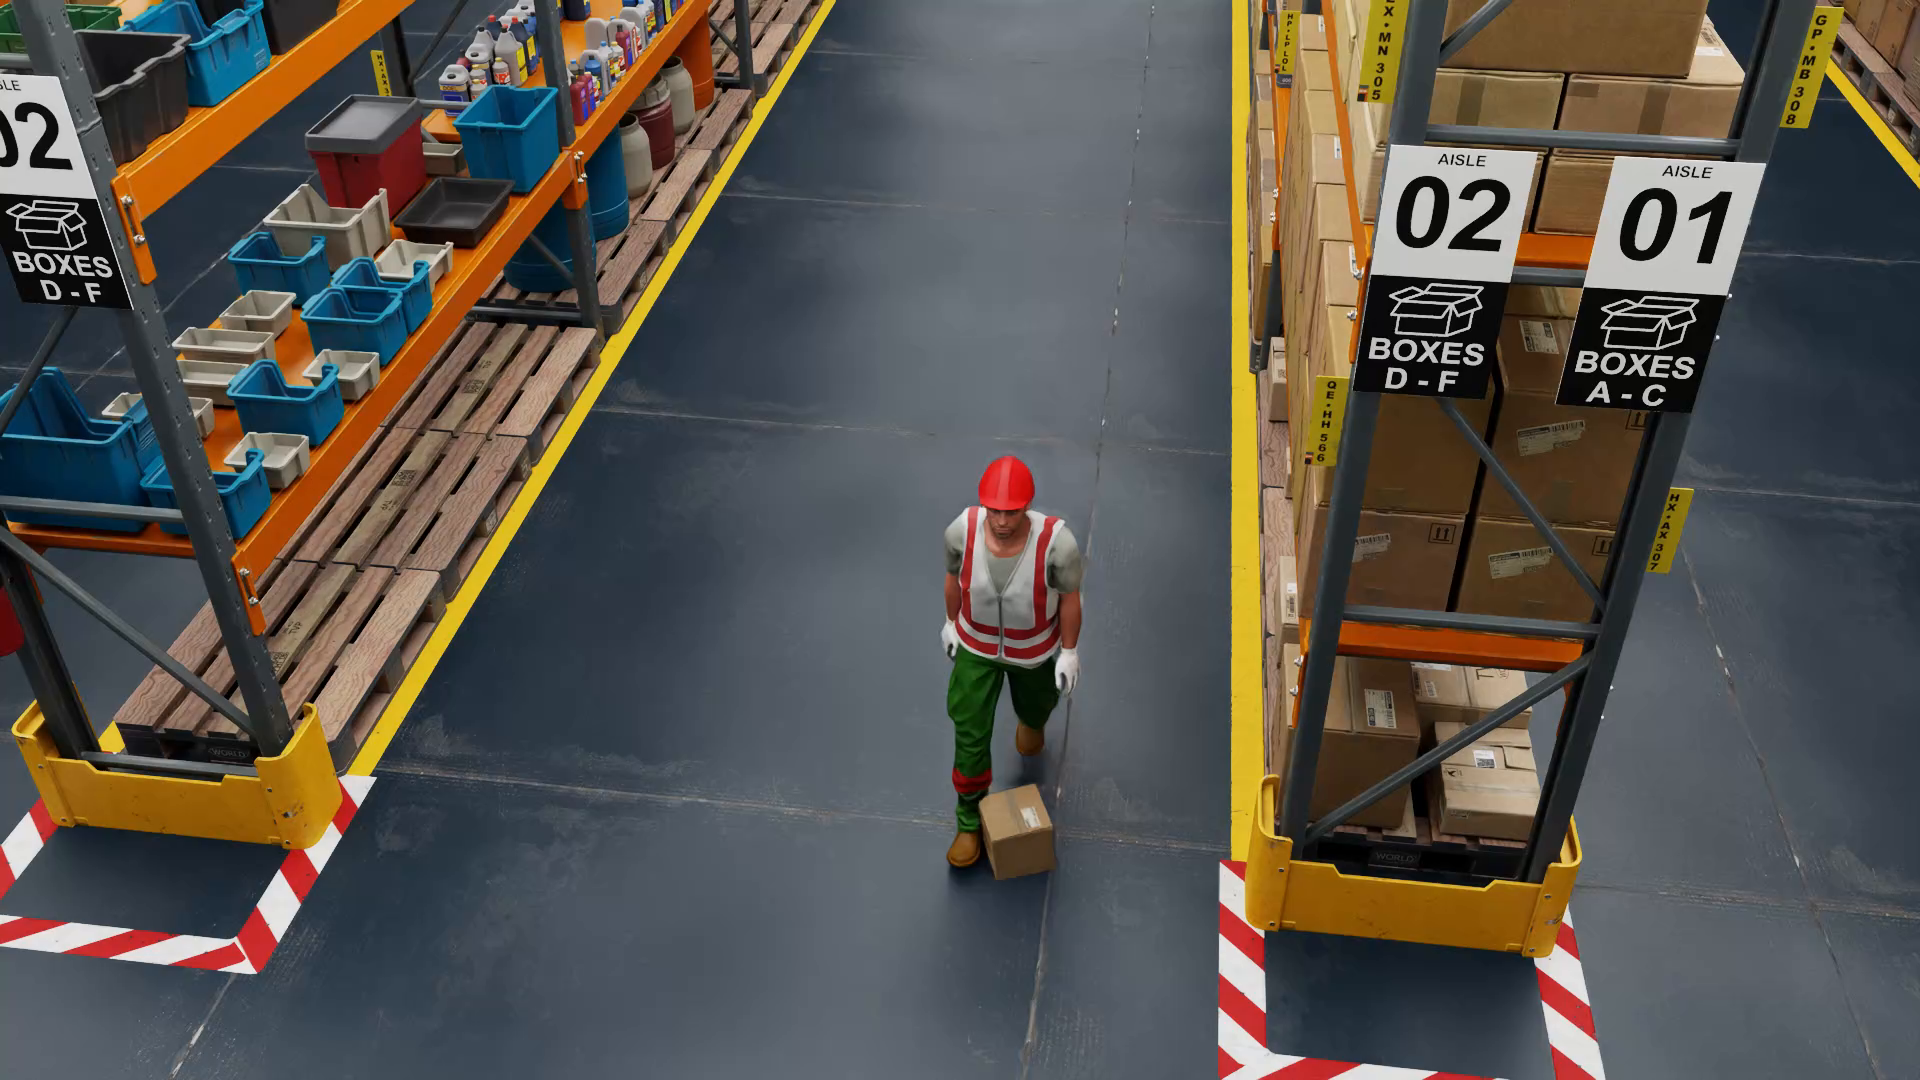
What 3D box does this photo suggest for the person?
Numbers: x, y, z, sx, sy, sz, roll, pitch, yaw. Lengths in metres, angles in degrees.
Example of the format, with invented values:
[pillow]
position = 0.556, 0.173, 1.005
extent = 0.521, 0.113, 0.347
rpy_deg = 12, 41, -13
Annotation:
[person]
position = 0.199, 0.383, 6.493
extent = 0.574, 1.766, 0.947
rpy_deg = 5, 36, 7
